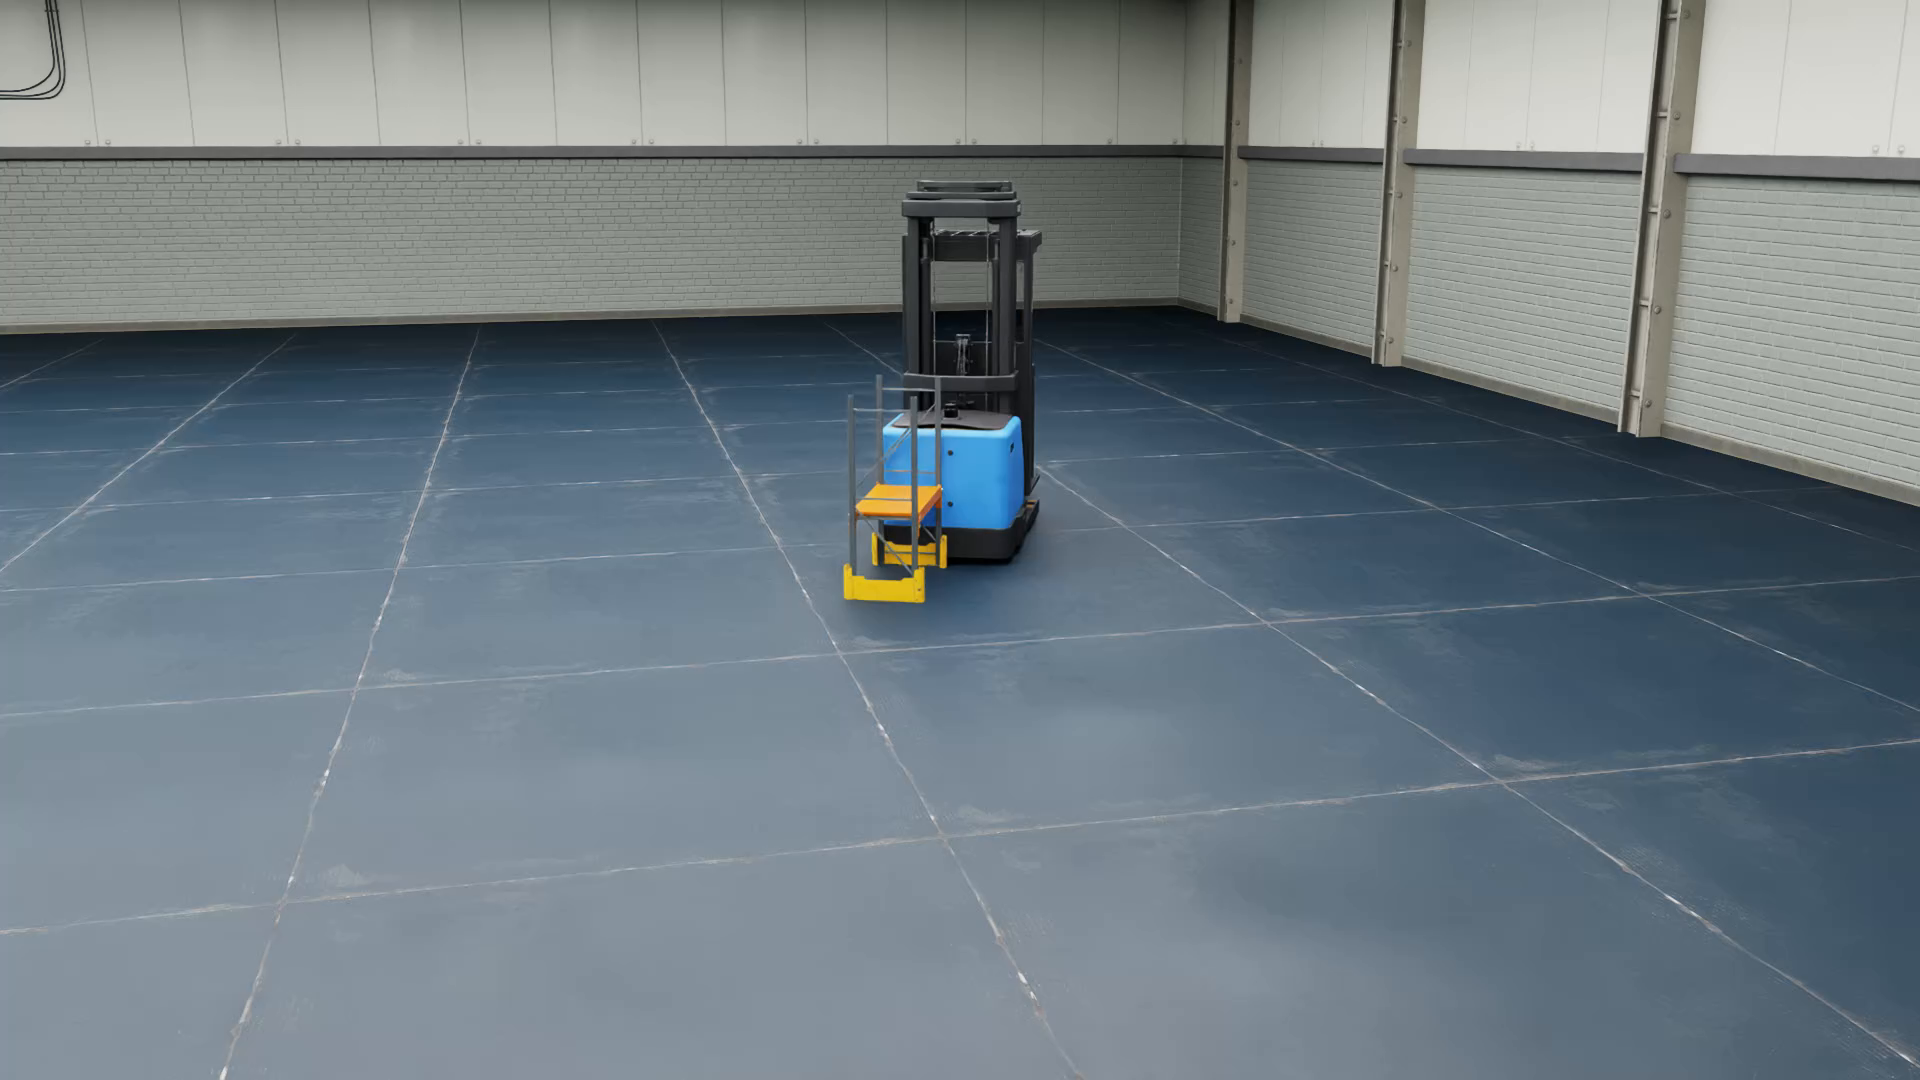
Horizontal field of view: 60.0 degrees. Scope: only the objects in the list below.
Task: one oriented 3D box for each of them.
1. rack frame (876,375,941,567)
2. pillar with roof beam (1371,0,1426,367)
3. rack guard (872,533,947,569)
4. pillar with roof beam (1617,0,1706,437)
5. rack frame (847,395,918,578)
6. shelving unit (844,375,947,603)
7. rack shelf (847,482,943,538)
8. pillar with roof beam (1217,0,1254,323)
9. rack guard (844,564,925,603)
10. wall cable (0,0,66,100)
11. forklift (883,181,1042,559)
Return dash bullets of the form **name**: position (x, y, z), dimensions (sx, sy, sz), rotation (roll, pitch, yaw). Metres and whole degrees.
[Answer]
- **rack frame**: position (-0.394, -0.528, 12.926), dimensions (0.500, 1.500, 0.032), rotation (2, 14, 9)
- **pillar with roof beam**: position (2.114, -6.720, 22.473), dimensions (9.100, 9.000, 0.400), rotation (-3, 14, -13)
- **rack guard**: position (-0.397, 0.084, 13.056), dimensions (0.587, 0.250, 0.087), rotation (2, 14, 9)
- **pillar with roof beam**: position (3.523, -5.336, 16.808), dimensions (9.100, 9.000, 0.400), rotation (-3, 14, -13)
- **rack frame**: position (-0.552, -0.289, 11.950), dimensions (0.500, 1.500, 0.032), rotation (2, 14, 9)
- **shelving unit**: position (-0.474, -0.406, 12.430), dimensions (0.587, 1.500, 1.083), rotation (2, 14, 9)
- **rack shelf**: position (-0.473, -0.234, 12.481), dimensions (0.538, 0.185, 1.000), rotation (2, 14, 9)
- **pillar with roof beam**: position (0.705, -8.104, 28.139), dimensions (9.100, 9.000, 0.400), rotation (-3, 14, -13)
- **rack guard**: position (-0.551, 0.318, 12.100), dimensions (0.587, 0.250, 0.087), rotation (2, 14, 9)
- **wall cable**: position (-15.904, -9.519, 26.765), dimensions (2.305, 6.003, 0.169), rotation (-3, 14, -13)
- **forklift**: position (0.101, -1.576, 14.200), dimensions (1.130, 2.935, 3.031), rotation (2, 14, 9)
